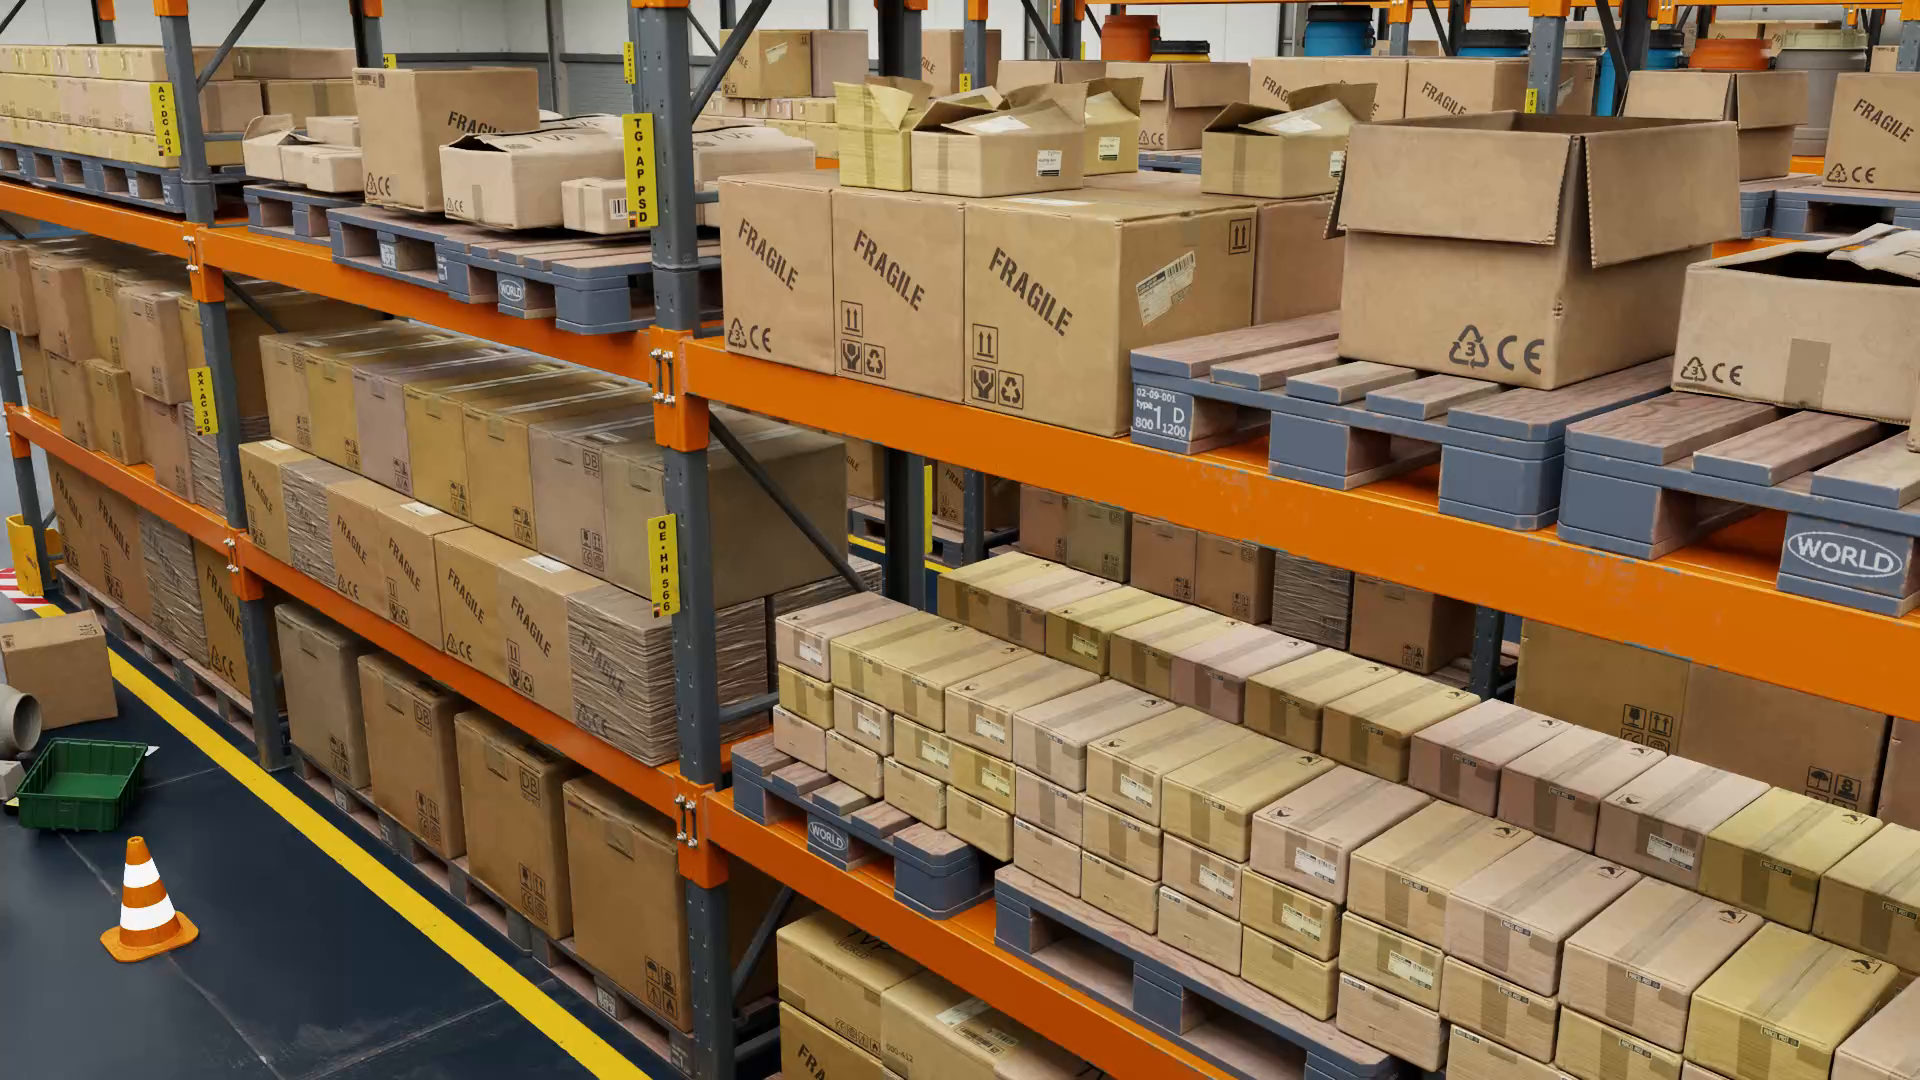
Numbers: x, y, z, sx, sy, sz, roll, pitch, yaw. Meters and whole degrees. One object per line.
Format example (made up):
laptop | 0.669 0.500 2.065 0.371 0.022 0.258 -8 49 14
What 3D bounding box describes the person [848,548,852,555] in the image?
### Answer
person | -0.981 0.244 9.903 0.619 1.118 0.855 -16 23 -41
